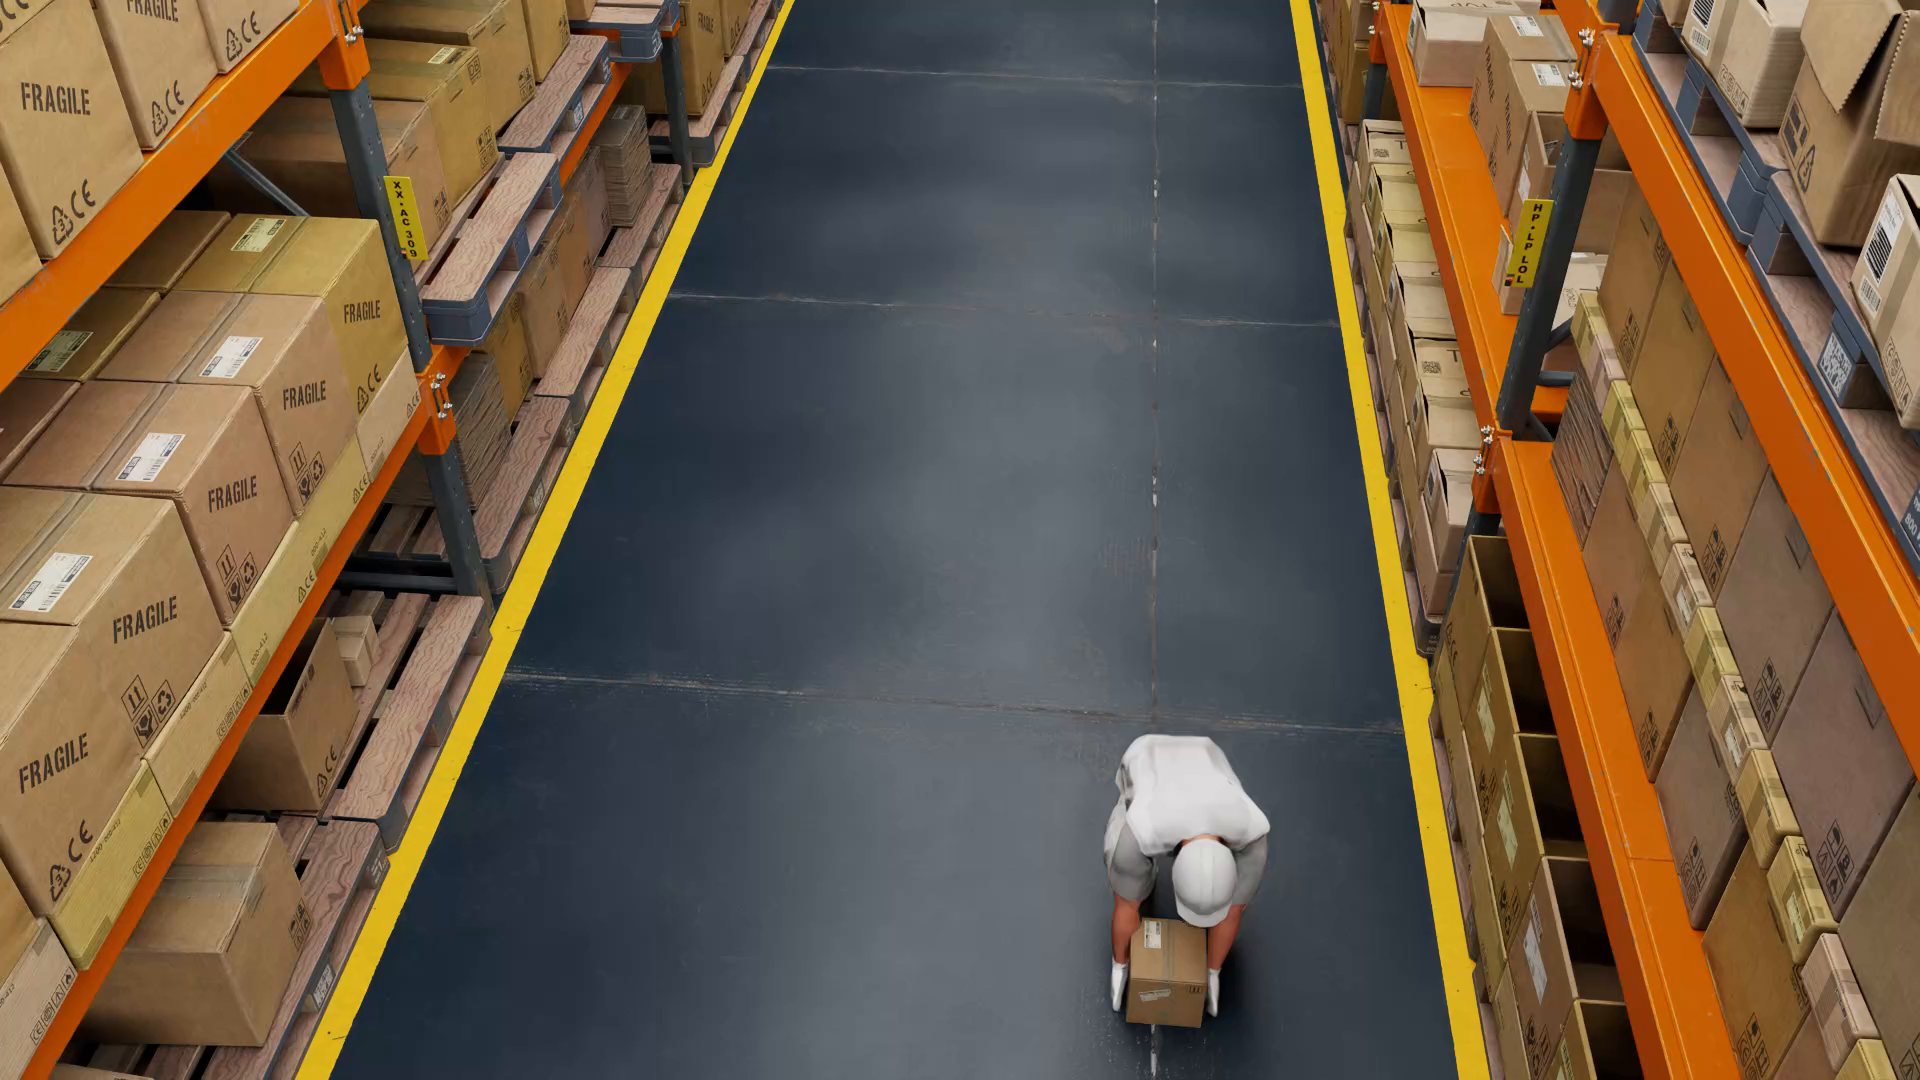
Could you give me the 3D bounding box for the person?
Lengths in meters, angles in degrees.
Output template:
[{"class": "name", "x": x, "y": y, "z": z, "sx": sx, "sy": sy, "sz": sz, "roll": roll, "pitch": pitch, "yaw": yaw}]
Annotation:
[{"class": "person", "x": 0.752, "y": 1.080, "z": 5.659, "sx": 0.535, "sy": 0.876, "sz": 0.910, "roll": 3, "pitch": 40, "yaw": 4}]
